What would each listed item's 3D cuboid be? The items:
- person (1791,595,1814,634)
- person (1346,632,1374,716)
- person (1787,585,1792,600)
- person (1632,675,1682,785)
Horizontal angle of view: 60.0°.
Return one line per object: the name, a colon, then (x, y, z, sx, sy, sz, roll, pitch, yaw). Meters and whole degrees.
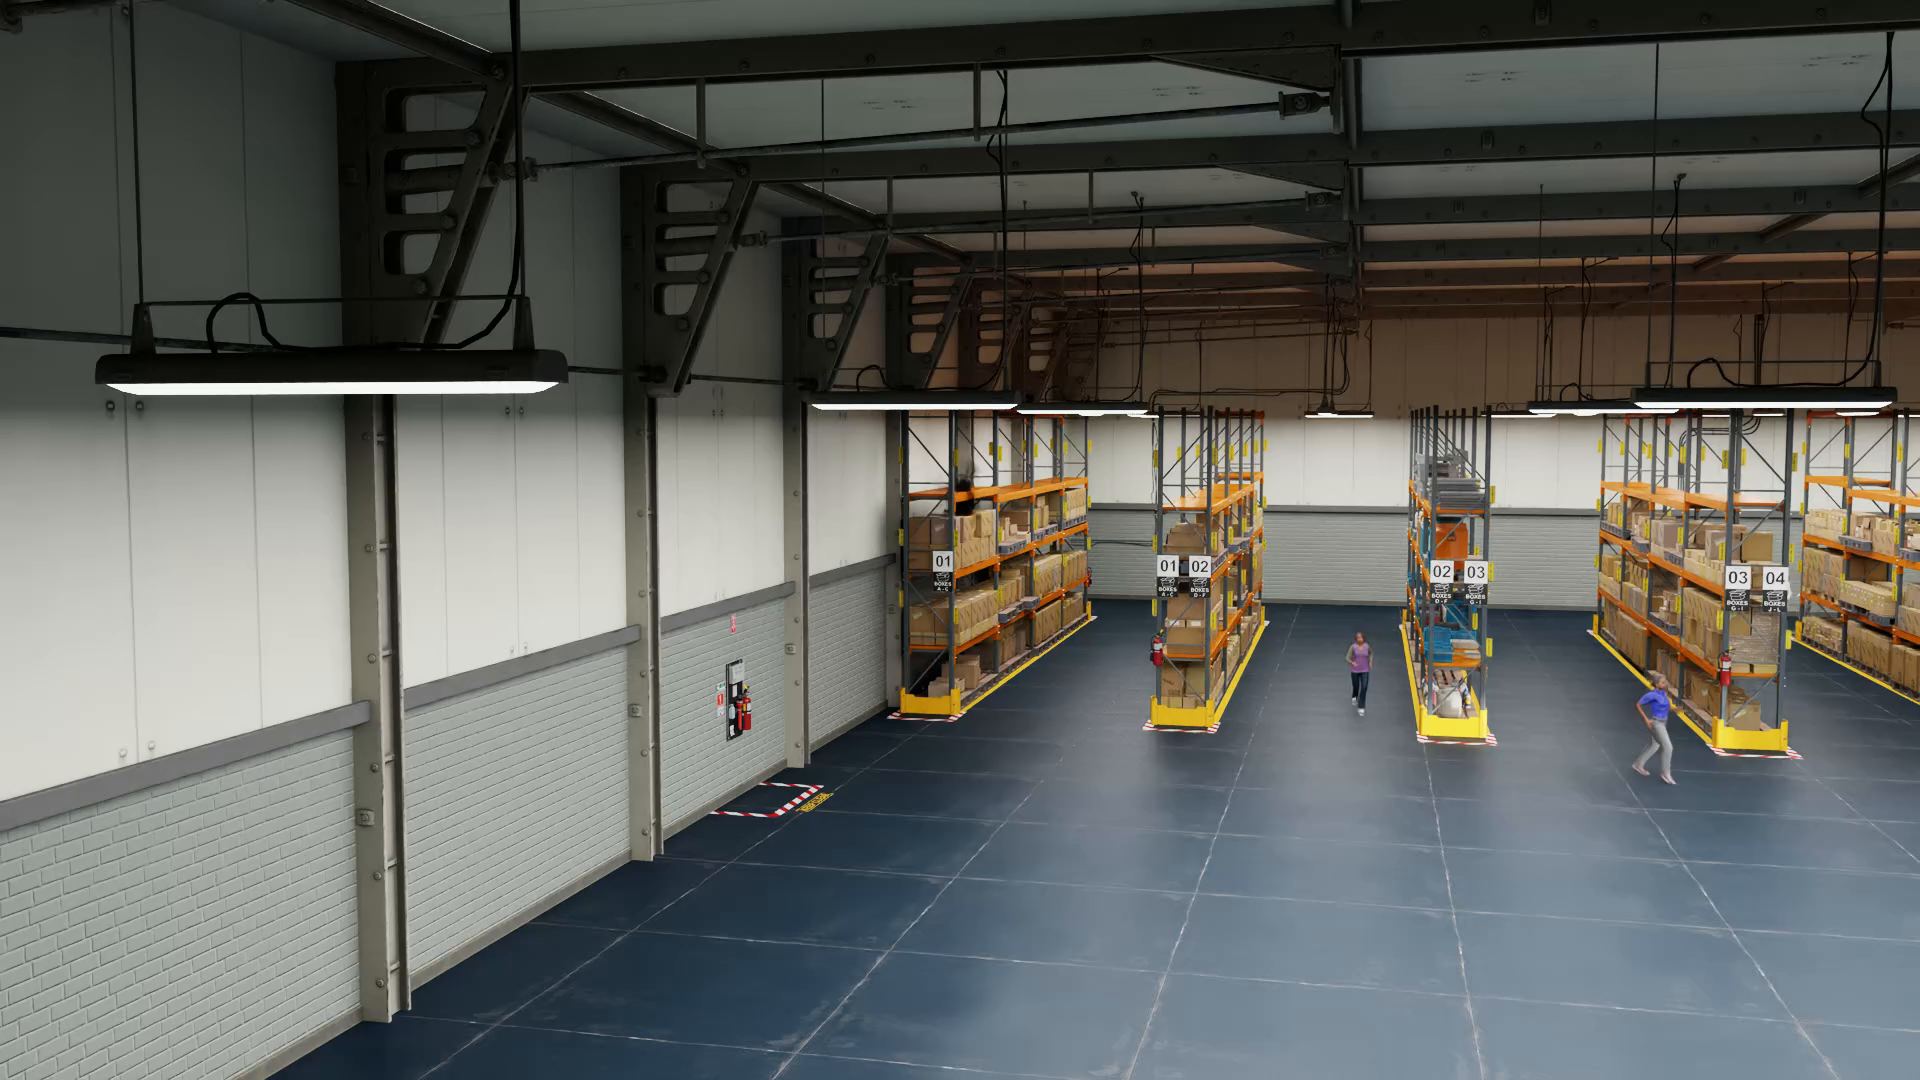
person: (22.663, 1.688, 44.418, 0.855, 1.687, 0.664, 0, 4, 4)
person: (7.829, 2.593, 32.561, 0.553, 1.597, 0.877, 1, 4, 7)
person: (21.921, 1.706, 44.644, 0.681, 1.677, 0.796, 2, 4, 22)
person: (11.069, 3.001, 26.411, 0.762, 1.716, 0.549, 4, 5, 41)
